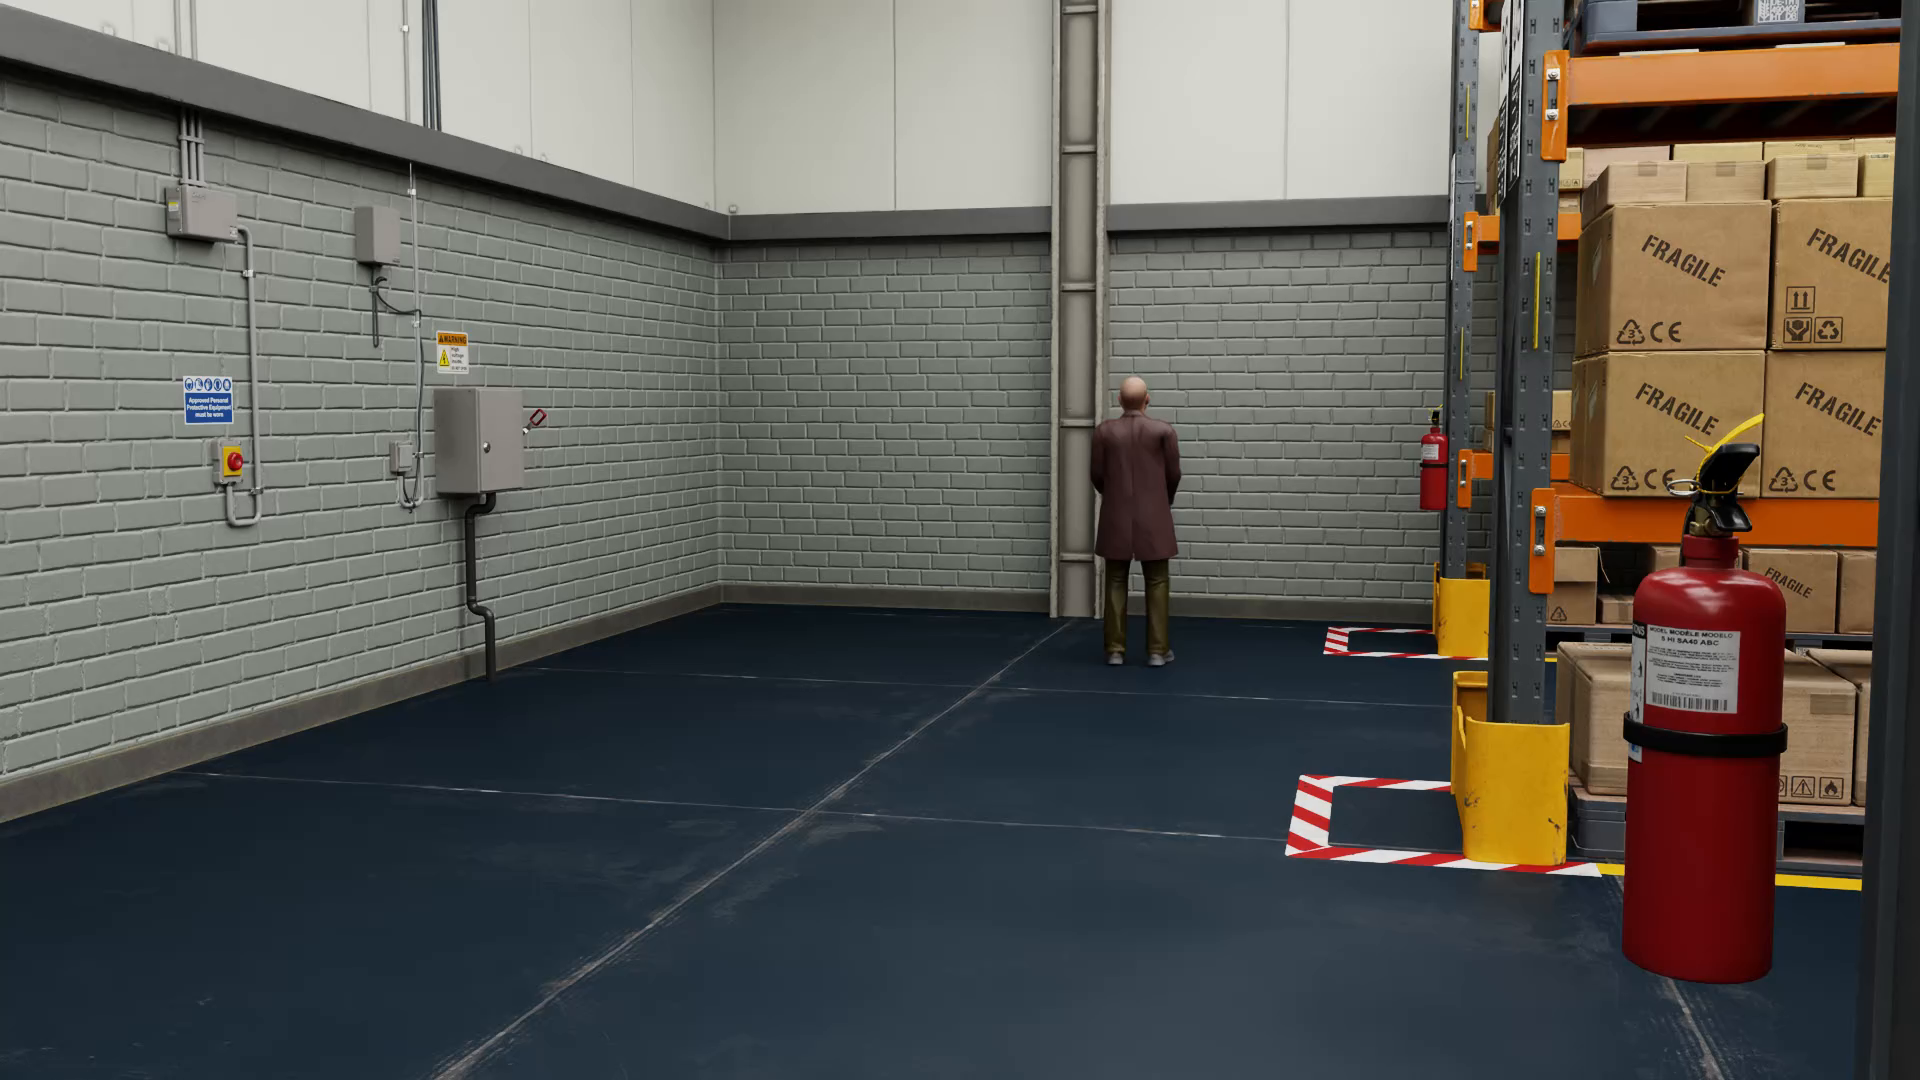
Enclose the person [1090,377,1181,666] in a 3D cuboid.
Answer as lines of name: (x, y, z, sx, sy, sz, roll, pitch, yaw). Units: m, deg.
person: (1.108, -0.123, 10.409, 0.563, 1.782, 0.508, 1, 5, 13)
